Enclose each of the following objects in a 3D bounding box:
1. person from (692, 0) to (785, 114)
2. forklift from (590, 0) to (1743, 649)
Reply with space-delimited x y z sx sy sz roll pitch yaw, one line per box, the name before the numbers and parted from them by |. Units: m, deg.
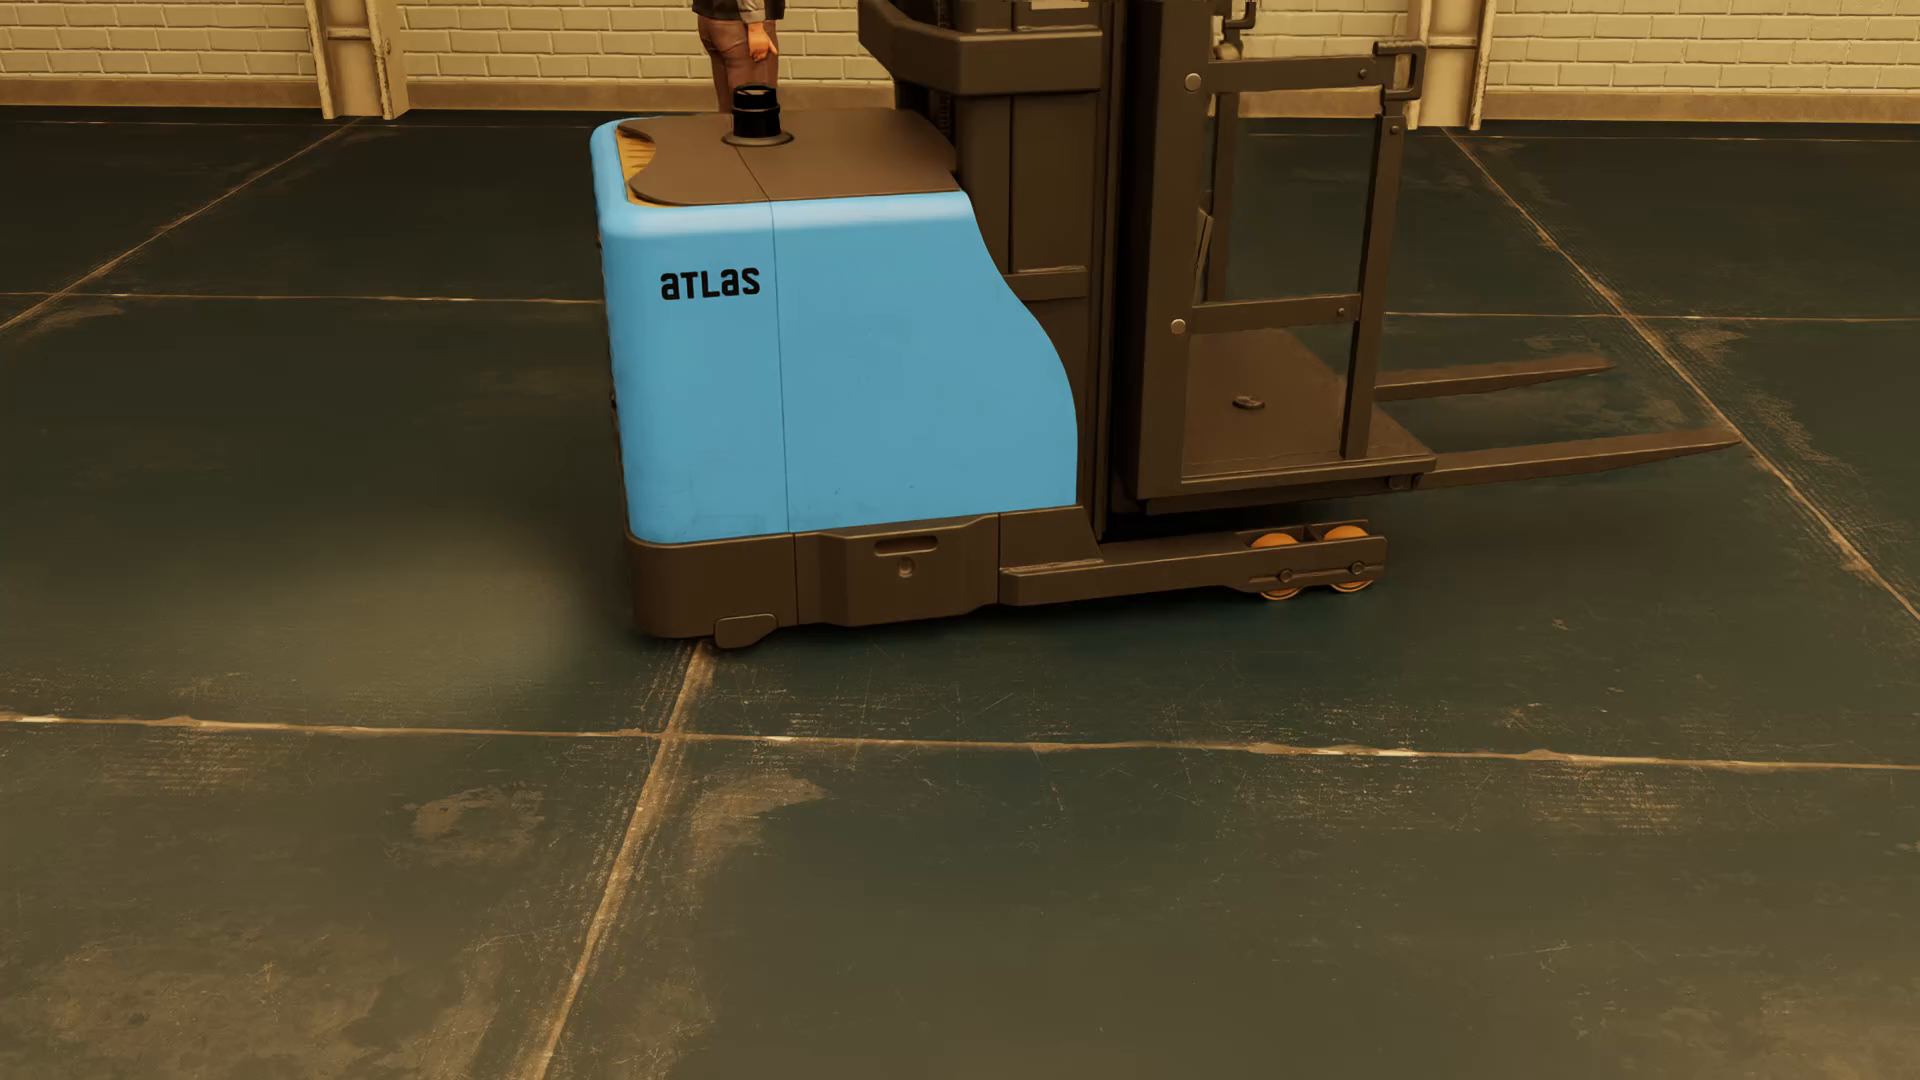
person | -0.903 -2.132 6.898 0.362 1.725 0.535 -12 29 -23
forklift | 0.606 -1.384 4.015 3.031 2.935 1.130 -6 27 -12
